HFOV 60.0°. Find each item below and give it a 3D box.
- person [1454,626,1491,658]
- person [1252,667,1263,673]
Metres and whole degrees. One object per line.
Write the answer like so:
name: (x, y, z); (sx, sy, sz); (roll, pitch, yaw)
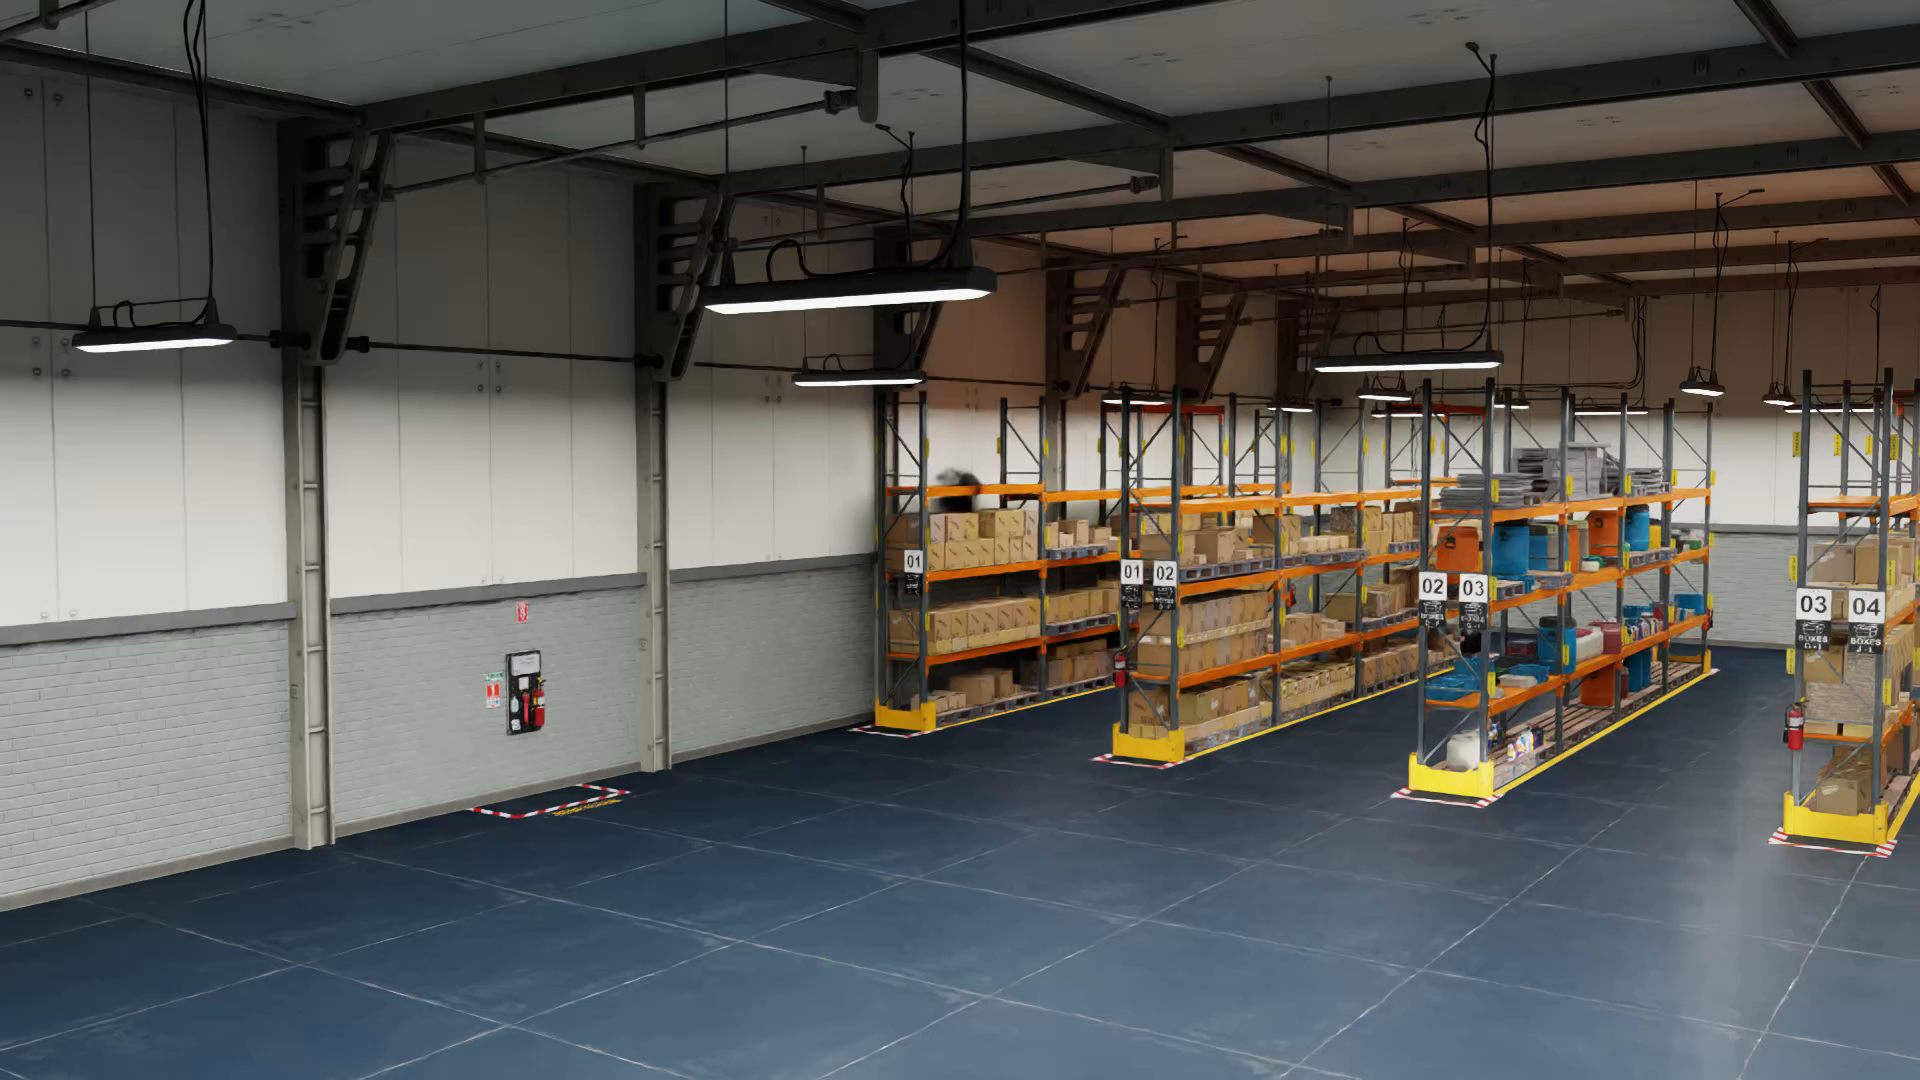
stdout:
person: (10.264, 2.297, 33.343); (0.662, 1.776, 0.903); (2, 4, 30)
person: (6.233, 2.269, 34.580); (0.583, 1.662, 0.536); (2, 4, 32)
